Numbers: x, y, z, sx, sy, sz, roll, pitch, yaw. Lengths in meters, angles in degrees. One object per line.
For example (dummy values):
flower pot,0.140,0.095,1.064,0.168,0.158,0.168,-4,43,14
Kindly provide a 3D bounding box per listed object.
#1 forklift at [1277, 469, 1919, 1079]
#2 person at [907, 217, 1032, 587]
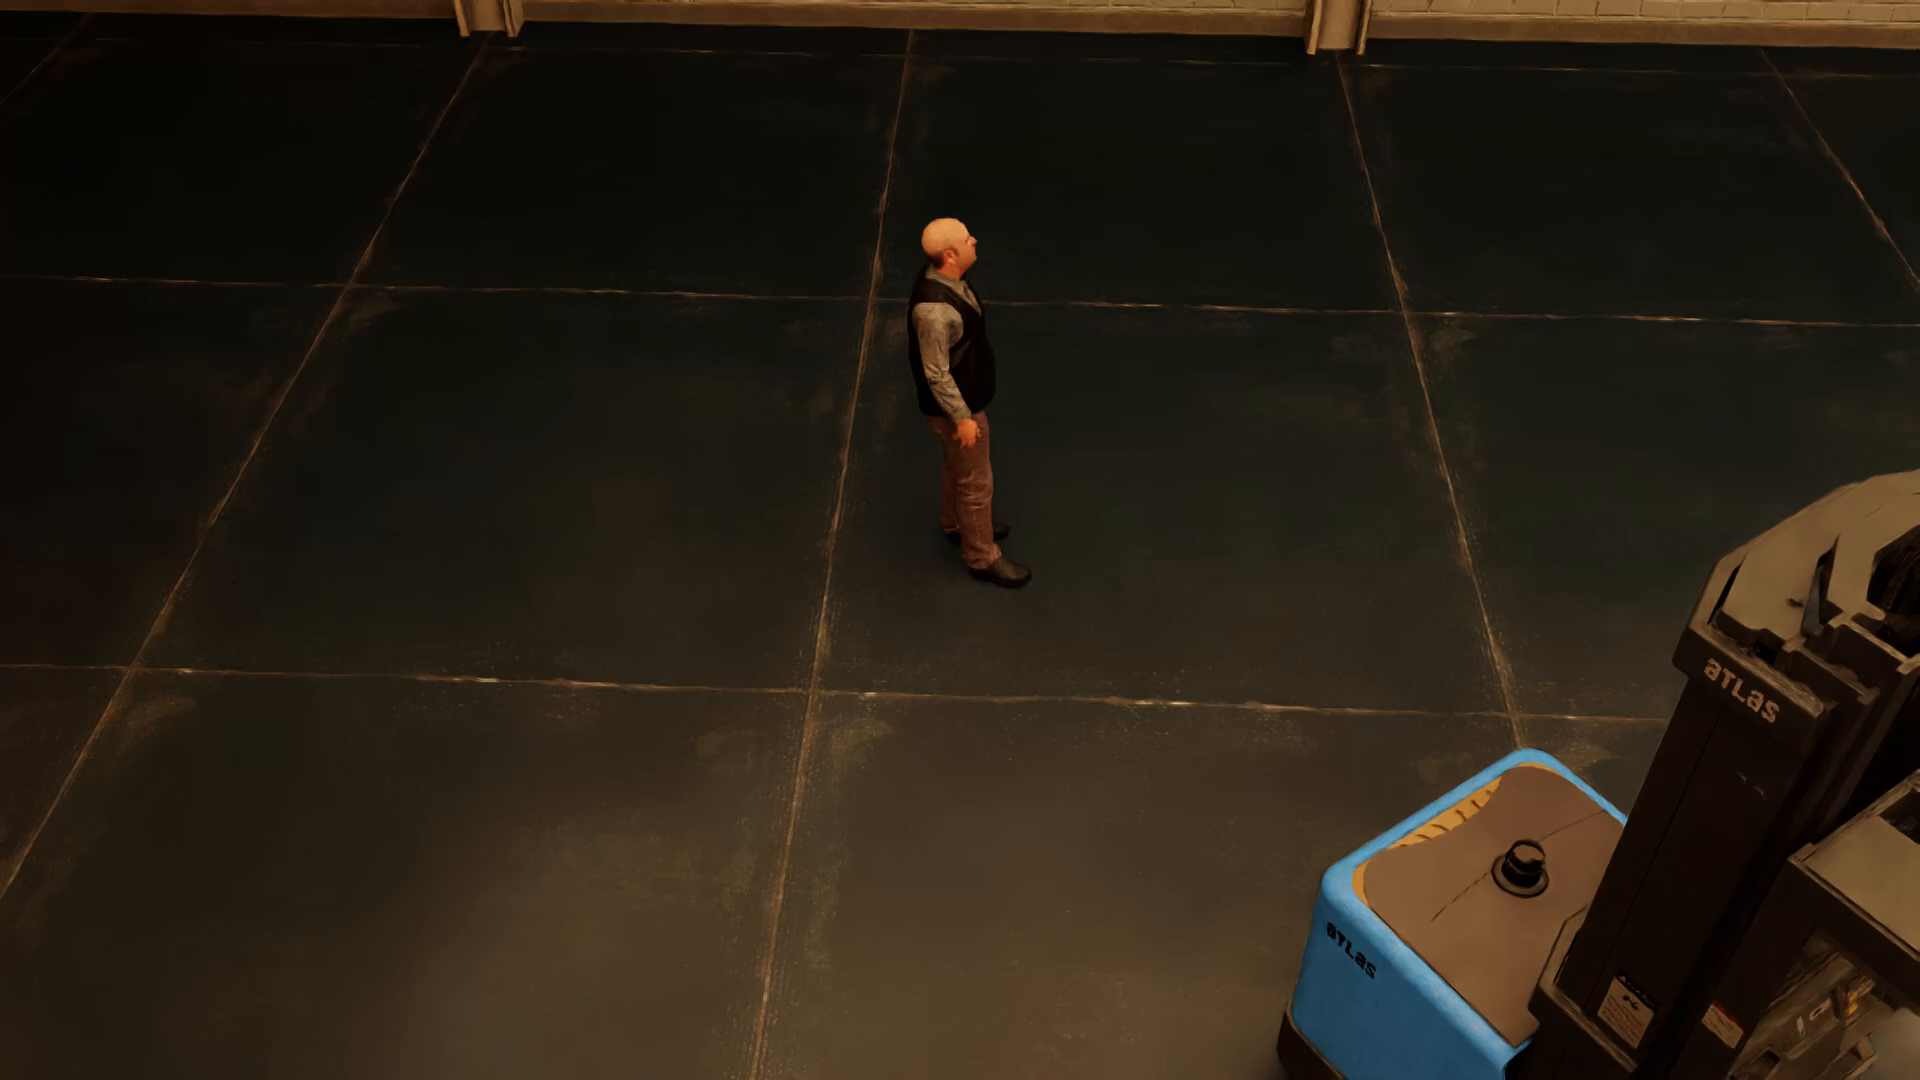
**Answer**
forklift,2.358,1.392,4.218,1.130,2.935,3.031,-25,48,-25
person,0.062,-0.634,7.323,0.567,1.720,0.632,2,42,2
